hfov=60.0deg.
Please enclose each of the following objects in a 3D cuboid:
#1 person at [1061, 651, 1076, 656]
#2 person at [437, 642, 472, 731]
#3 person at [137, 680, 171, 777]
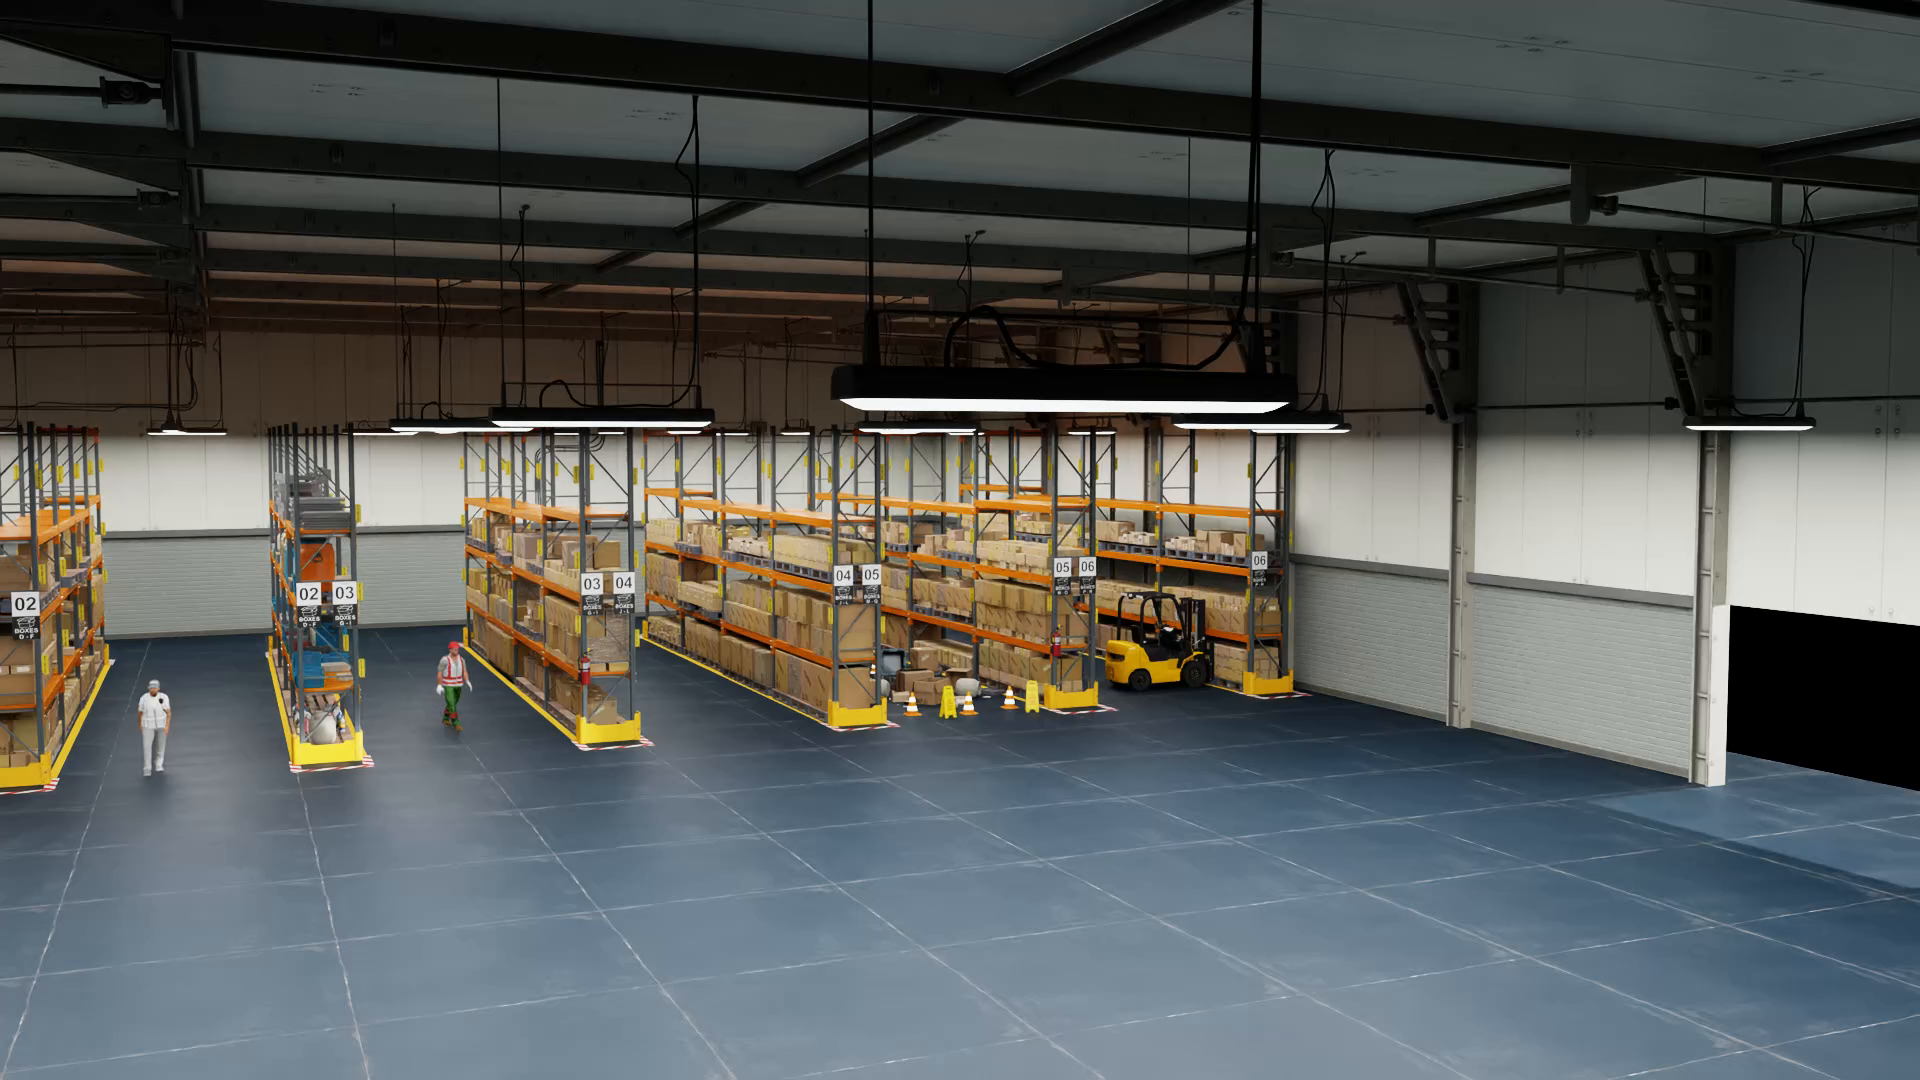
[{"bbox_3d":[2.593,2.502,39.832,0.501,1.693,0.606,-2,4,-28],"label":"person"},{"bbox_3d":[-9.910,2.844,32.570,1.126,1.718,0.575,3,5,43],"label":"person"},{"bbox_3d":[-13.655,3.171,28.200,0.506,1.605,1.006,-2,4,-33],"label":"person"}]
